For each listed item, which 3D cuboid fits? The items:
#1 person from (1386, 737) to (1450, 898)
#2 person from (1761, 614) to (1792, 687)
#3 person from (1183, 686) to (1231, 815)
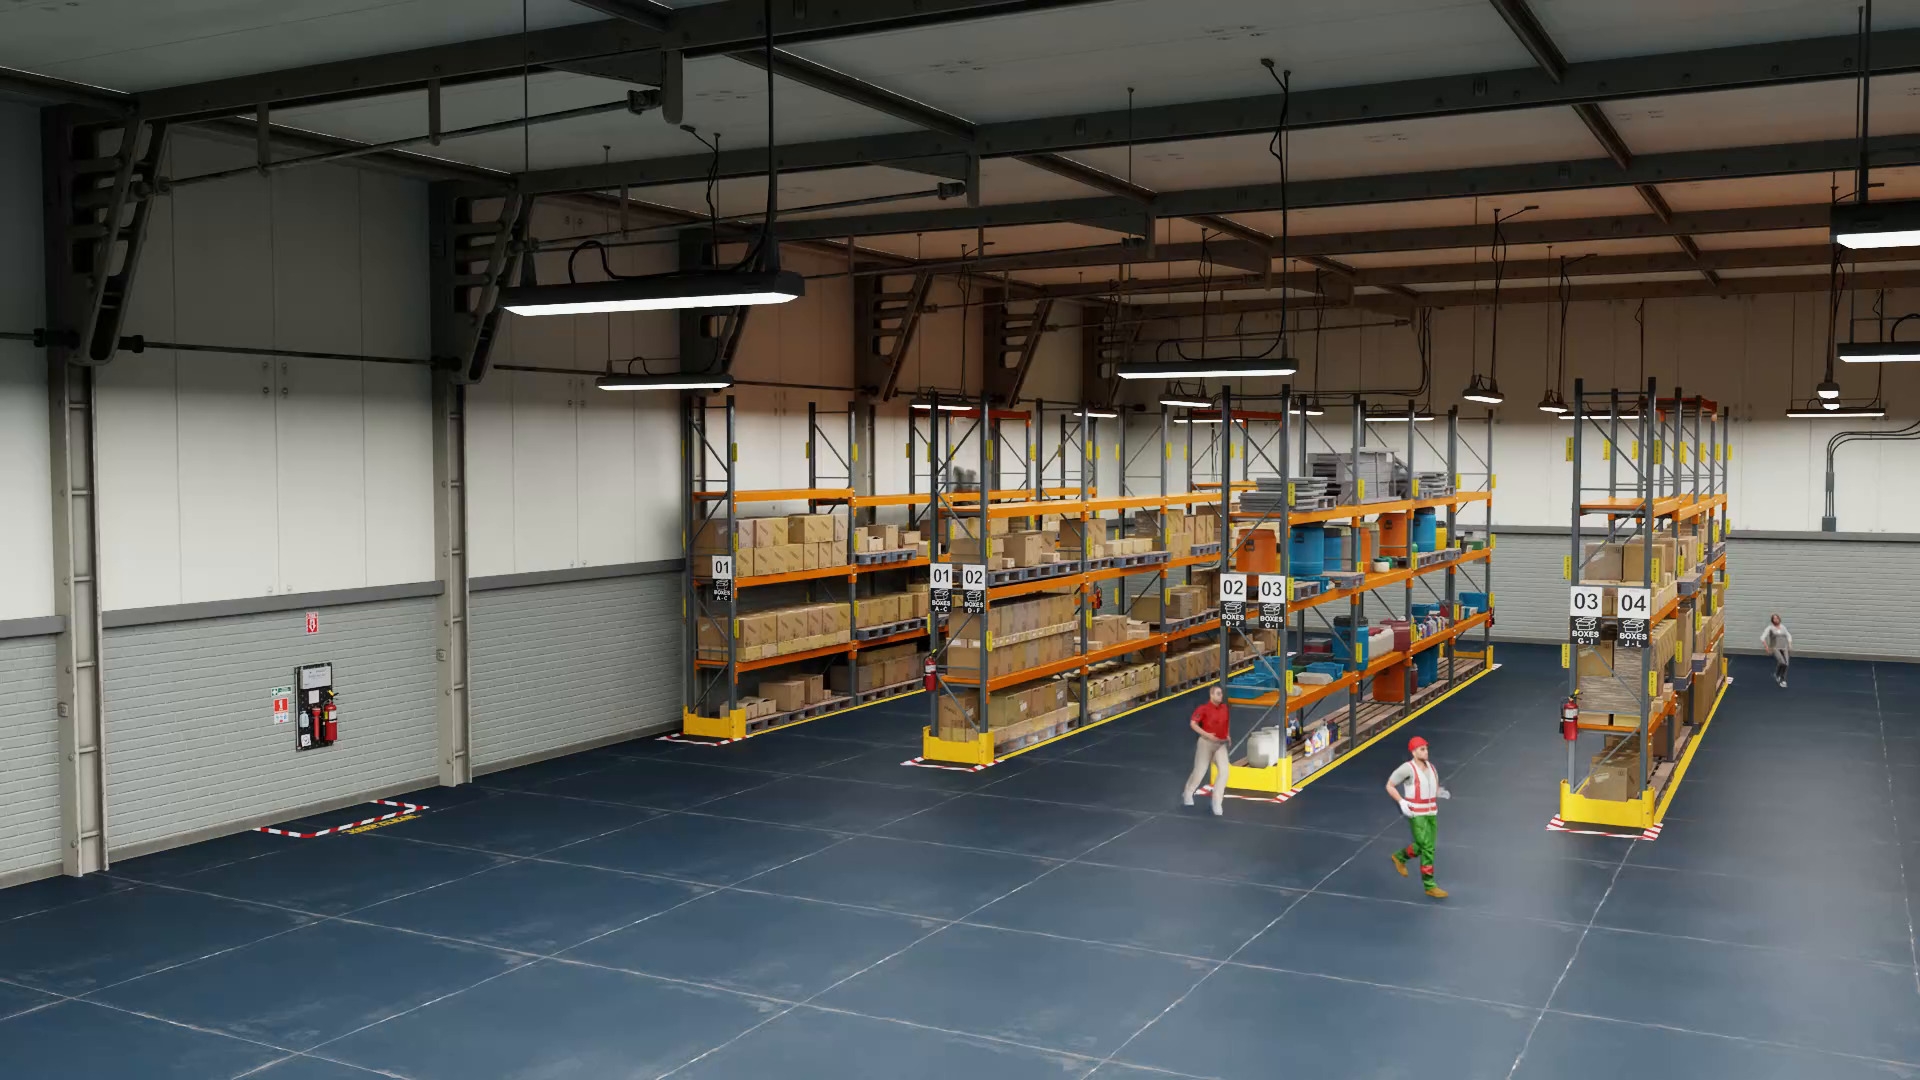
[{"bbox_3d":[5.215,3.120,18.918,0.670,1.764,0.914,-2,4,-33],"label":"person"},{"bbox_3d":[17.501,2.365,35.525,0.597,1.558,0.475,0,3,-1],"label":"person"},{"bbox_3d":[3.540,2.931,23.328,0.711,1.766,0.798,-1,3,-21],"label":"person"}]
